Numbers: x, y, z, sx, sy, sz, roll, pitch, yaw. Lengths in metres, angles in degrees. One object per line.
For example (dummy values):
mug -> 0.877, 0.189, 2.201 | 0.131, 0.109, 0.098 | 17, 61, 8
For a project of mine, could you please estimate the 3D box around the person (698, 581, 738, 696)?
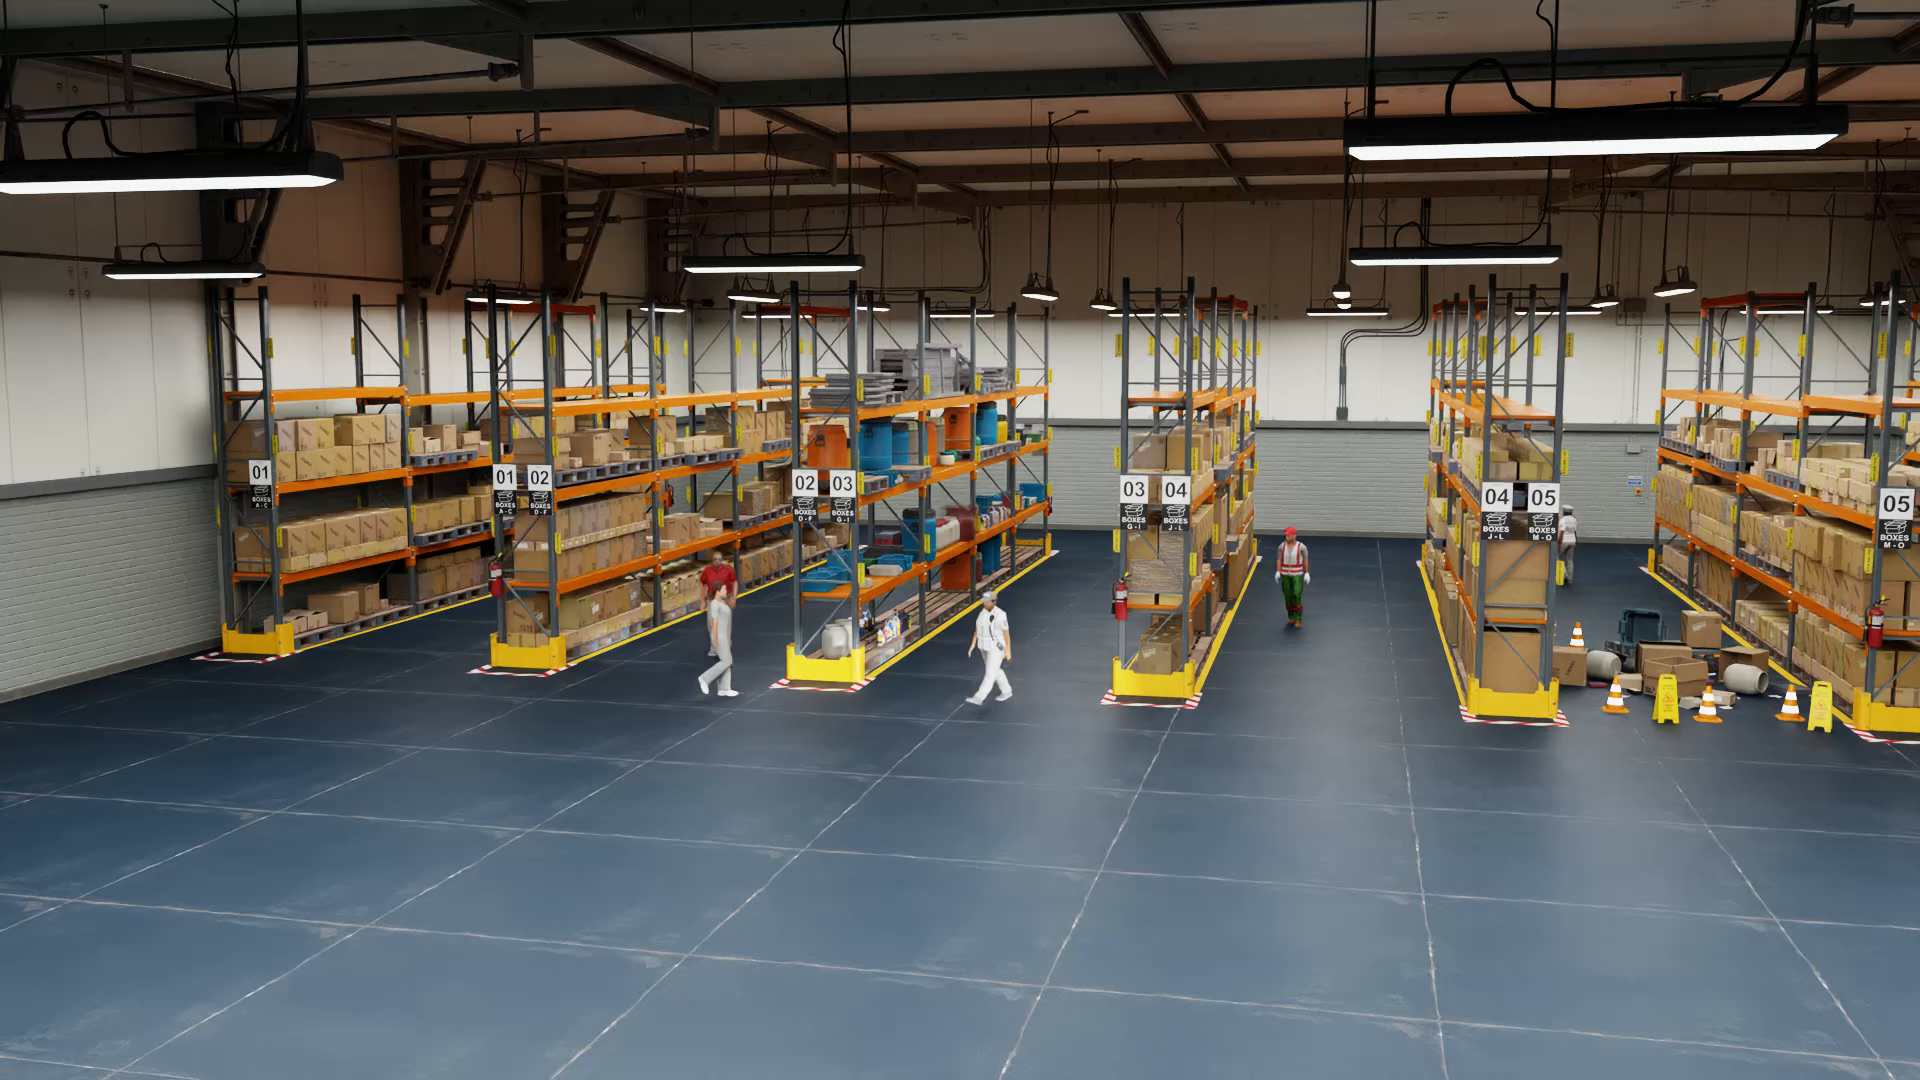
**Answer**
person -> -3.474, 1.419, 23.883 | 0.551, 1.667, 0.467 | 1, 7, 7

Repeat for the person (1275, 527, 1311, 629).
person -> 5.978, 0.665, 30.075 | 0.601, 1.790, 0.655 | 4, 8, 30

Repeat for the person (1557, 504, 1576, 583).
person -> 12.967, 0.087, 35.551 | 0.503, 1.681, 0.427 | -3, 7, -23

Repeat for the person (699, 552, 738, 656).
person -> -3.972, 1.023, 27.397 | 0.630, 1.712, 0.645 | 0, 7, -3

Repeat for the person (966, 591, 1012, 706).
person -> 0.381, 1.516, 23.331 | 1.060, 1.602, 0.502 | -5, 8, -39
